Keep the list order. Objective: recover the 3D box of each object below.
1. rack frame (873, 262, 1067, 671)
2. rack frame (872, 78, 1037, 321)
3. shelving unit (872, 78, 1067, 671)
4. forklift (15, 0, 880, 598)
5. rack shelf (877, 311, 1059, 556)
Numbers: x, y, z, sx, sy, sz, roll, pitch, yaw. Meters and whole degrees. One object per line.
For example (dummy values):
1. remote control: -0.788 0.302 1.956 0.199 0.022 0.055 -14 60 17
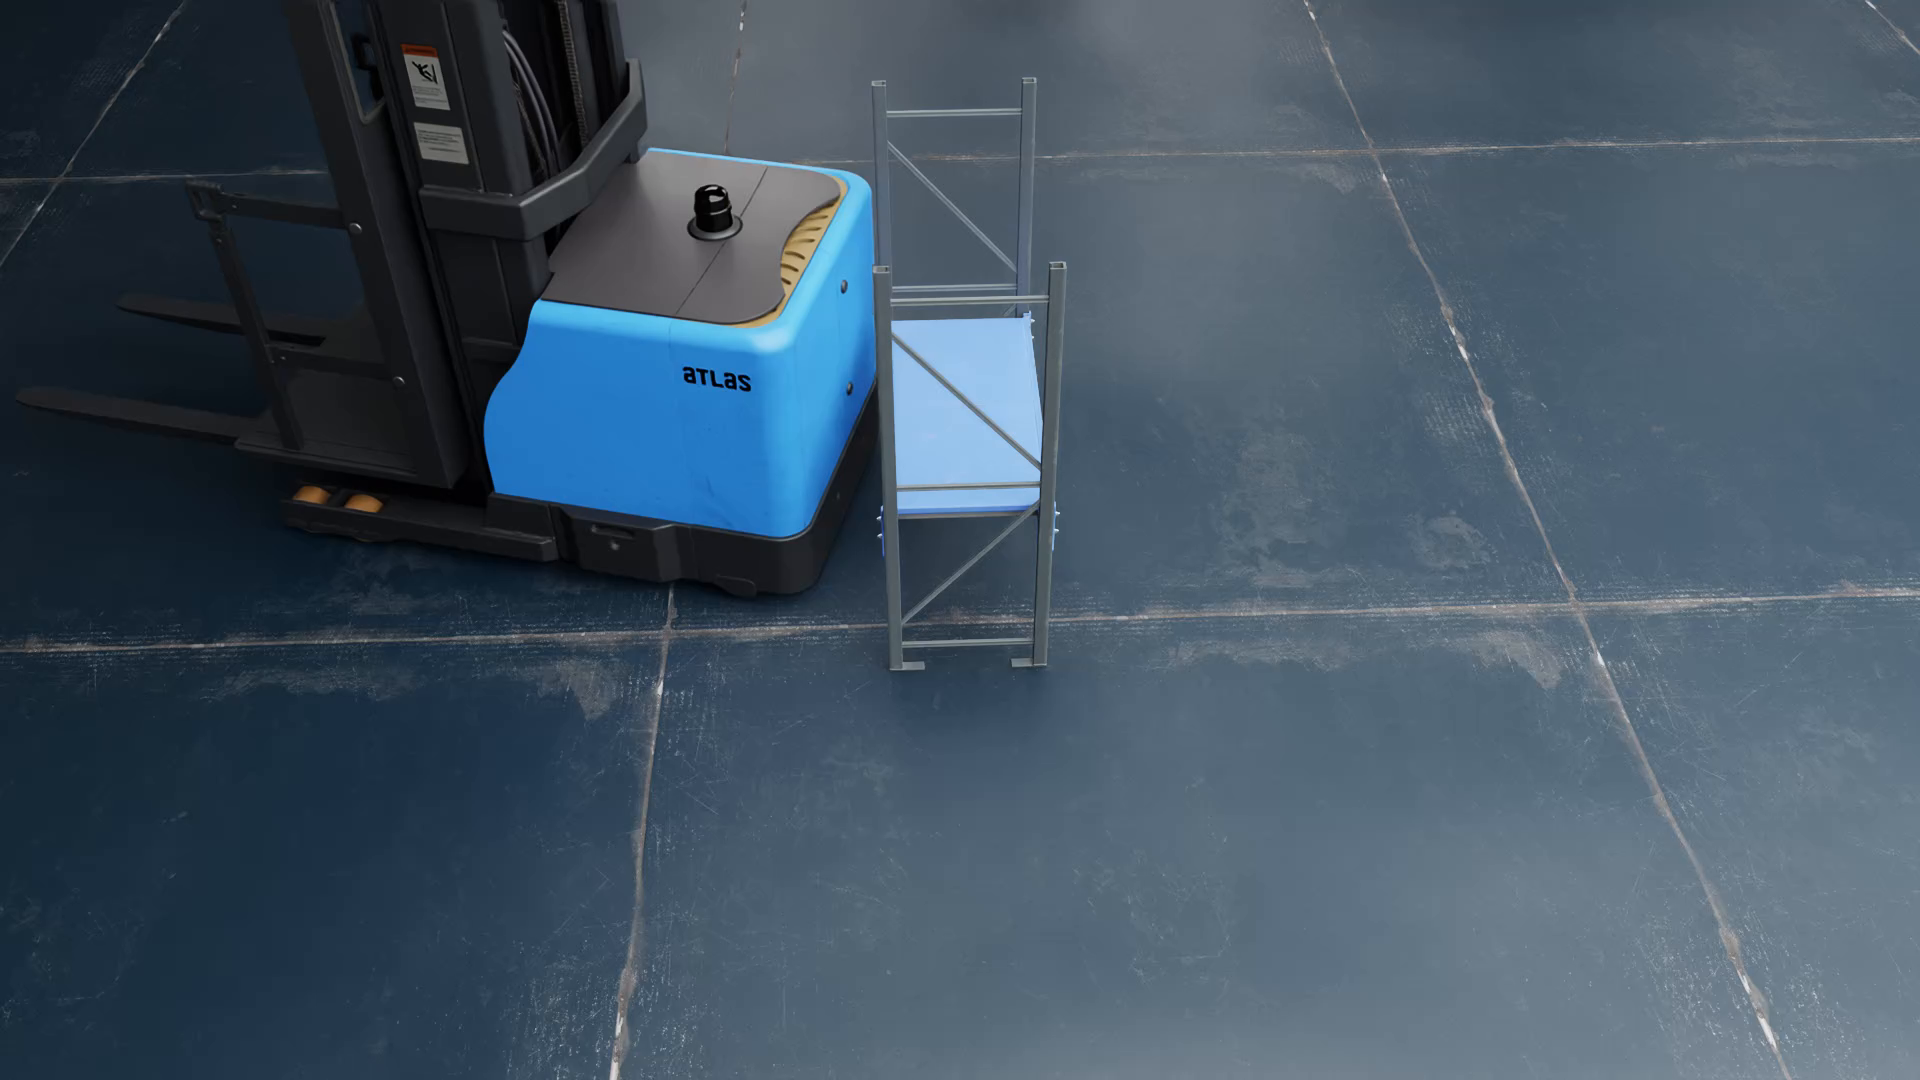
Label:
1. rack frame: 0.025 -0.152 4.806 0.500 1.500 0.032 -2 43 -2
2. rack frame: -0.018 -0.838 5.555 0.500 1.500 0.032 -2 43 -2
3. shelving unit: 0.004 -0.495 5.180 0.538 1.500 1.048 -2 43 -2
4. forklift: -1.850 -1.411 5.121 3.031 2.935 1.130 9 43 10
5. rack shelf: 0.004 -0.363 5.302 0.538 0.185 1.000 -2 43 -2
